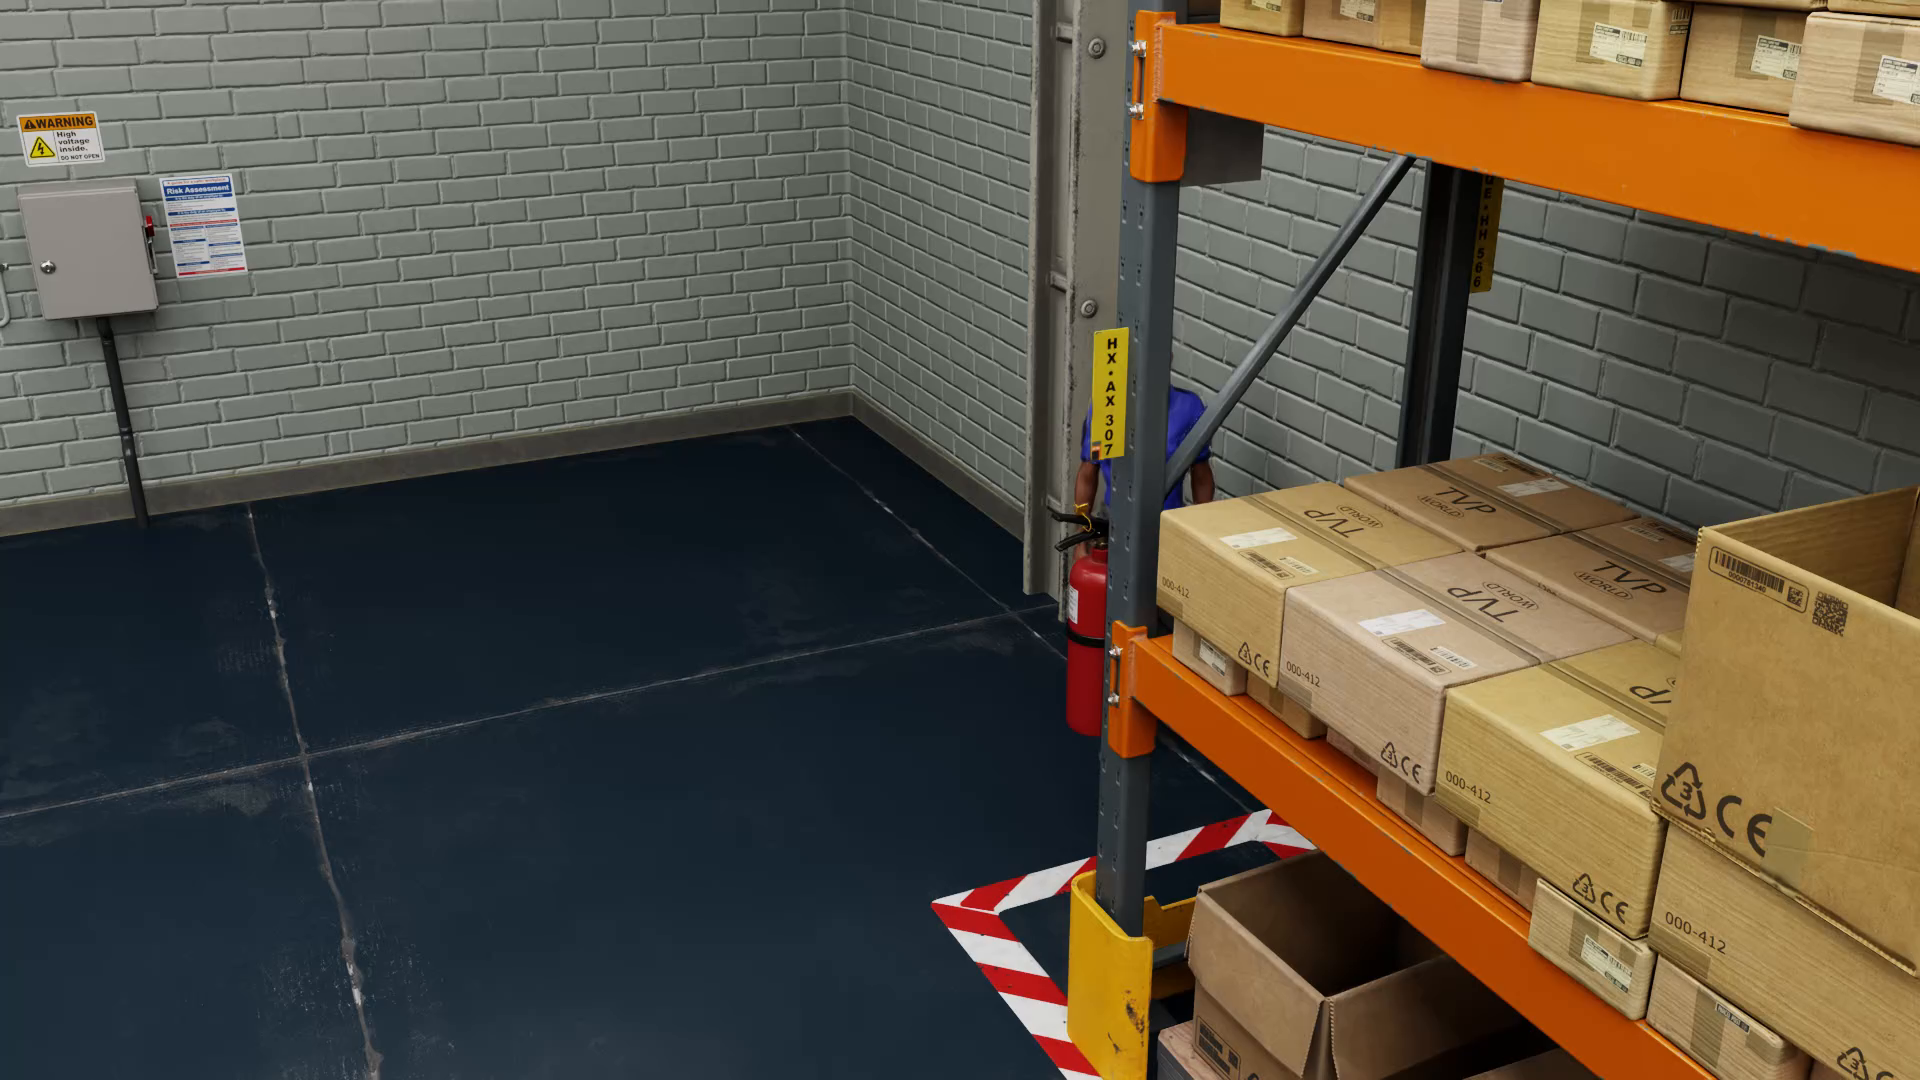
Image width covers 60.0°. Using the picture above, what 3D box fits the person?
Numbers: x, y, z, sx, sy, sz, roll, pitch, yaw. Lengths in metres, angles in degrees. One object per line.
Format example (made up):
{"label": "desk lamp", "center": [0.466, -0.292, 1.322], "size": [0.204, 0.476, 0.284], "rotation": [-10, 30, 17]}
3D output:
{"label": "person", "center": [0.688, -0.002, 6.100], "size": [0.543, 1.657, 0.494], "rotation": [2, 22, 6]}
